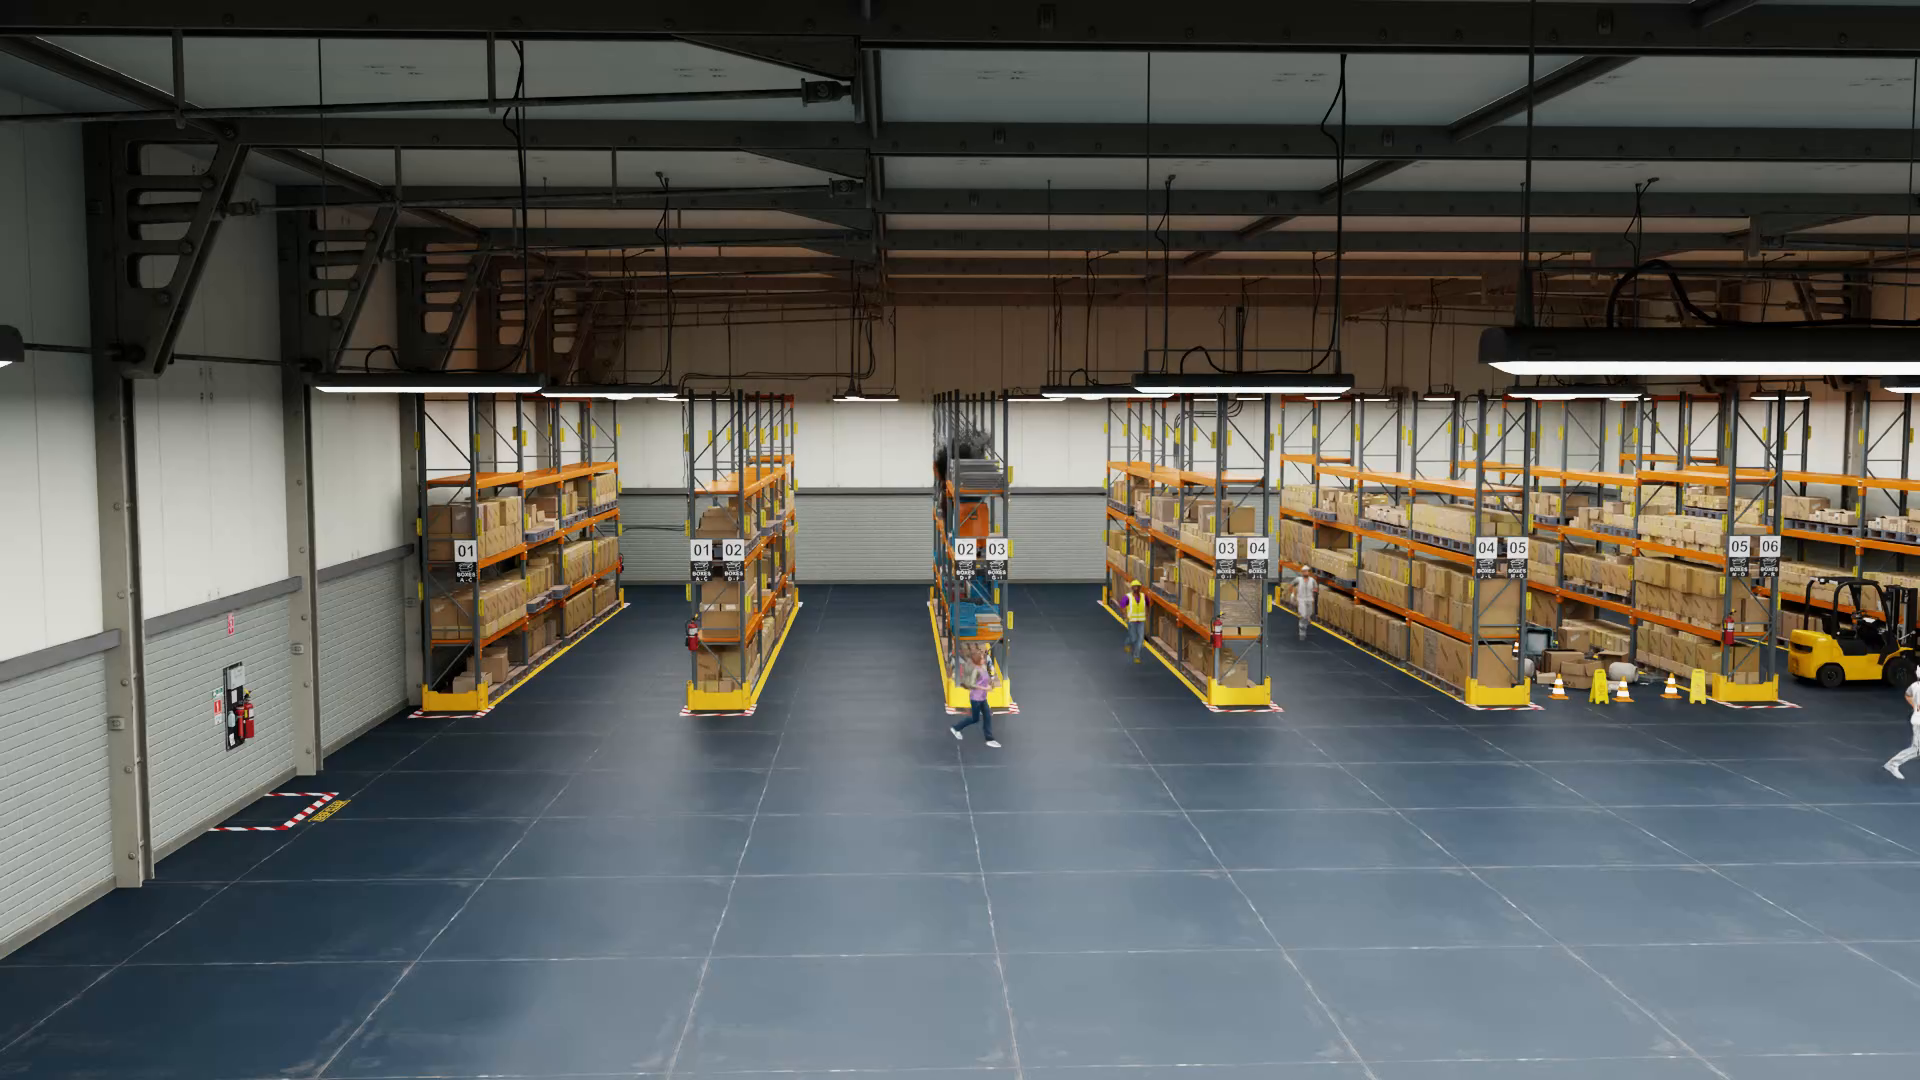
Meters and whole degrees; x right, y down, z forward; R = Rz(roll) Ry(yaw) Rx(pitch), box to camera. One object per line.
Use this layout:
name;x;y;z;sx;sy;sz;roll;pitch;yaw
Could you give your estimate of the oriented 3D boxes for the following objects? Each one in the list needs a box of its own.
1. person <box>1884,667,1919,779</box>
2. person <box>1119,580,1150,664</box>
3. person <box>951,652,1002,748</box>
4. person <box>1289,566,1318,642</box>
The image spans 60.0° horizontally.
person;14.434;2.774;24.916;0.978;1.787;0.682;3;6;34
person;3.696;1.712;34.995;0.685;1.749;0.801;-1;5;-10
person;0.275;2.659;27.721;0.883;1.593;0.547;2;5;21
person;8.365;1.539;40.358;0.643;1.846;0.774;-1;5;-8
